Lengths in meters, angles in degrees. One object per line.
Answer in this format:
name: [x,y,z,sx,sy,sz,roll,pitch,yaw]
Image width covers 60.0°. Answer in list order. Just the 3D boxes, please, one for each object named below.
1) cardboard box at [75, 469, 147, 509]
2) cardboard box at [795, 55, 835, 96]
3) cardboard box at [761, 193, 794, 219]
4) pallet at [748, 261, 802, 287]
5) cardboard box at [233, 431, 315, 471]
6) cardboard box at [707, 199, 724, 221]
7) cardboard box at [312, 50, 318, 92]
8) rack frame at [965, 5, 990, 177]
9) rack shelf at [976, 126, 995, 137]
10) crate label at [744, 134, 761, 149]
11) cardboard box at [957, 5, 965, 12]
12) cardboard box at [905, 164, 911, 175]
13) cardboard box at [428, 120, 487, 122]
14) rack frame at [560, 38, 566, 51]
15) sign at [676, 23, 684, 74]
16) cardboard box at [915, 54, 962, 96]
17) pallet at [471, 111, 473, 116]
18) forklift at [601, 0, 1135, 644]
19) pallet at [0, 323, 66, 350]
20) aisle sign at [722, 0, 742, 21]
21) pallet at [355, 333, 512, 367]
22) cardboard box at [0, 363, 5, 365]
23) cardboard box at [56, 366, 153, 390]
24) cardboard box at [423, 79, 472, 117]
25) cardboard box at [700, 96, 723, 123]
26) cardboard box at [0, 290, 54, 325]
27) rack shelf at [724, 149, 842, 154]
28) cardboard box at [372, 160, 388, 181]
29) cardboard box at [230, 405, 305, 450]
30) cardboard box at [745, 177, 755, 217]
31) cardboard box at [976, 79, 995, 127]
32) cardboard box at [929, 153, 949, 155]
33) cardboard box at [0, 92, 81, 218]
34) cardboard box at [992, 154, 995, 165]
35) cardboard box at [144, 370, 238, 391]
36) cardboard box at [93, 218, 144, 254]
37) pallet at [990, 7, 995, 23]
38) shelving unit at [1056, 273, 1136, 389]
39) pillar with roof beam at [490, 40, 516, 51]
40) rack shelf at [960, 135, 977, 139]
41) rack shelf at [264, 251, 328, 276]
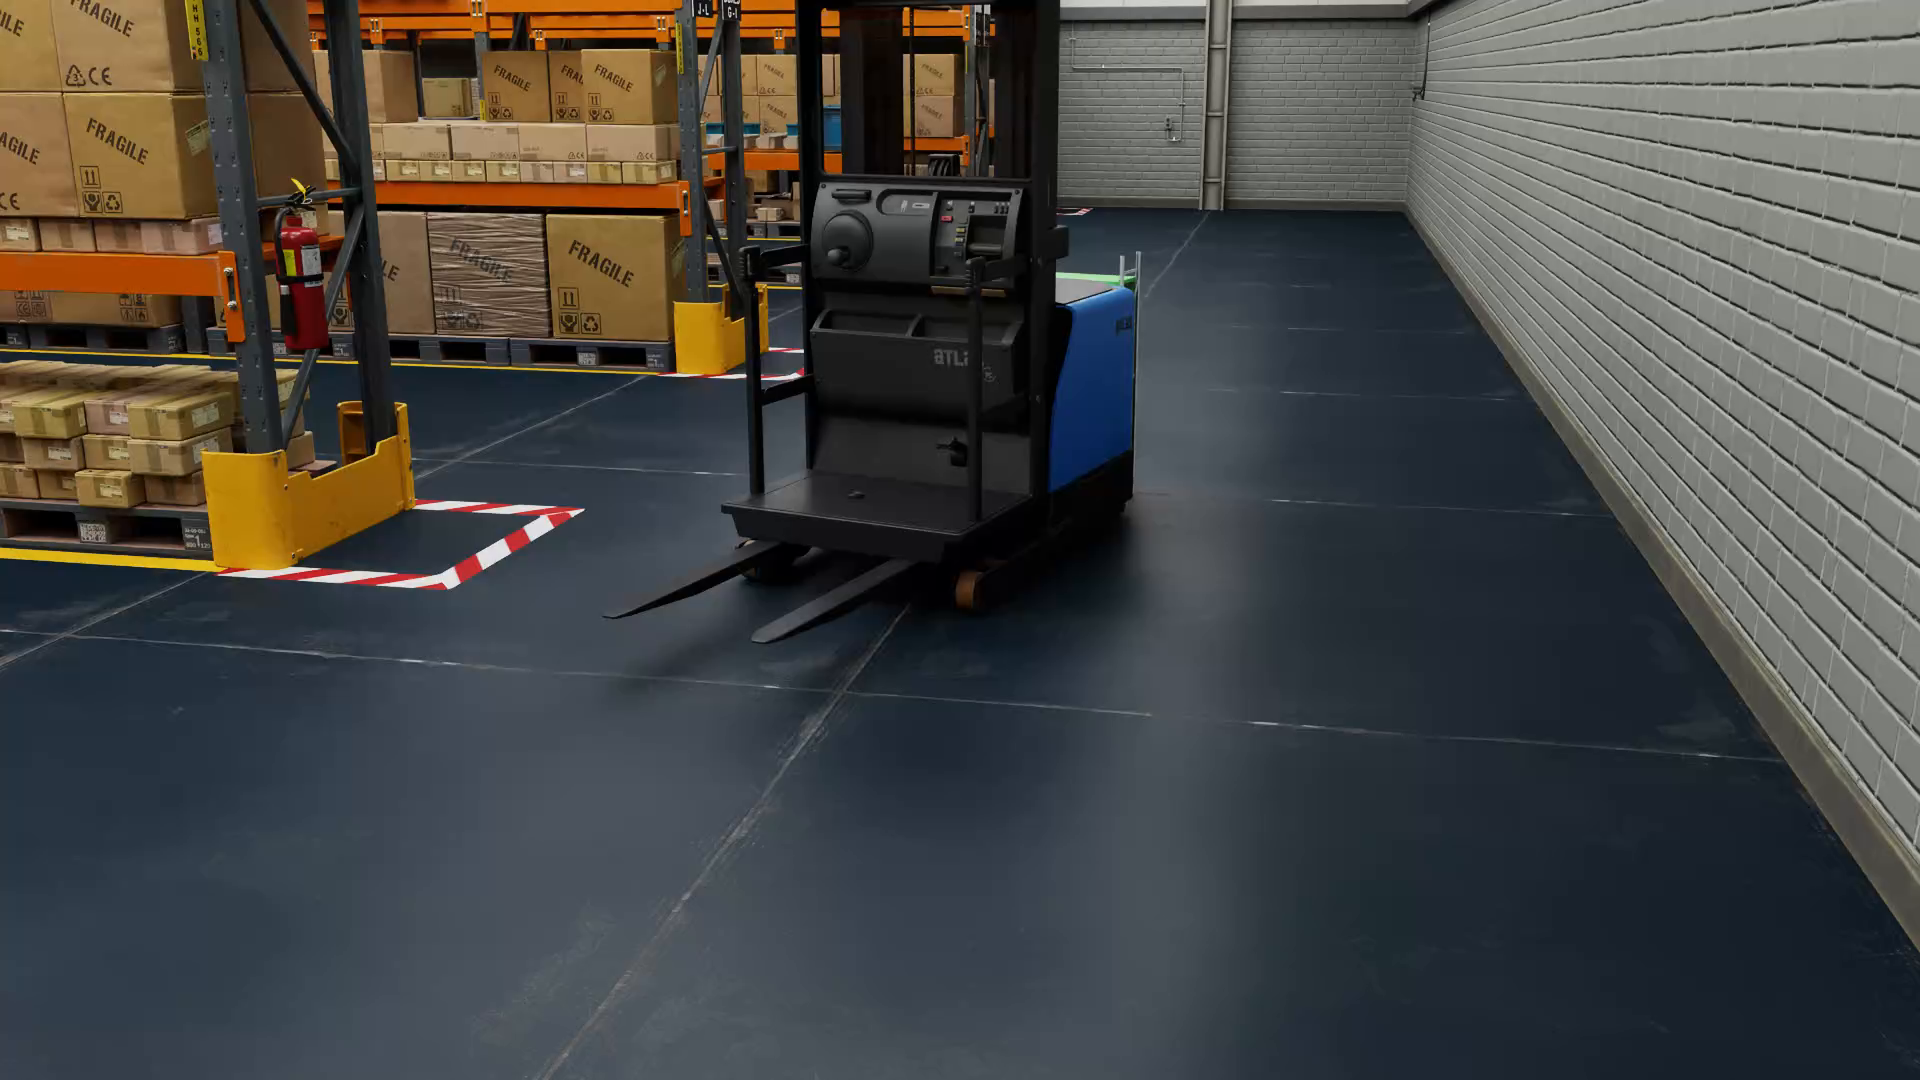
cardboard box: [-3.674,-0.261,7.368,0.250,0.149,0.380,4,16,13]
cardboard box: [-1.777,-5.917,21.174,0.500,0.500,0.500,4,16,13]
cardboard box: [-2.349,-4.488,22.288,0.500,0.311,0.500,3,16,11]
pallet: [-1.570,-2.770,17.096,1.213,0.211,1.003,3,16,11]
cardboard box: [-3.294,-0.412,7.914,0.250,0.149,0.380,3,16,12]
cardboard box: [-3.330,-4.405,21.989,0.500,0.311,0.500,3,16,11]
cardboard box: [-4.777,-3.289,12.064,0.500,0.500,0.500,3,16,11]
rack frame: [0.221,-5.355,21.205,0.127,3.000,1.000,3,16,11]
rack shelf: [-0.755,-6.411,26.364,4.000,0.370,1.077,3,16,11]
crate label: [-2.164,-3.985,16.641,0.243,0.136,0.396,3,16,11]
cardboard box: [-0.232,-6.822,21.164,0.500,0.250,0.500,3,16,11]
cardboard box: [-1.009,-5.740,26.489,0.500,0.500,0.700,3,16,12]
cardboard box: [-9.311,-4.769,18.344,13.767,0.500,10.544,3,16,10]
rack frame: [-6.636,-7.076,27.417,0.053,2.616,0.949,3,16,11]
sign: [-1.878,-3.295,11.155,0.005,0.325,0.100,3,16,11]
cardboard box: [-0.270,-5.837,20.884,0.500,0.500,0.500,3,16,11]
pallet: [-7.354,-6.994,27.482,1.003,0.211,1.213,3,16,11]
forklift: [-0.273,-1.263,6.561,1.130,2.935,3.031,7,17,25]
pallet: [-7.647,-1.718,13.300,1.213,0.211,1.003,3,16,11]
aisle sign: [-1.626,-4.091,11.773,0.004,0.787,0.394,3,16,11]
pallet: [-3.748,-1.508,12.539,1.213,0.211,1.003,3,16,11]
cardboard box: [-4.849,-0.757,8.045,0.250,0.149,0.380,3,16,11]
cardboard box: [-4.065,-0.725,7.931,0.250,0.149,0.380,2,16,8]
cardboard box: [-6.979,-6.027,22.658,0.500,0.500,0.700,-2,16,-8]
cardboard box: [-3.253,-5.518,21.605,0.500,0.500,0.500,4,16,13]
cardboard box: [-7.183,-2.231,13.121,0.875,0.875,1.225,3,16,9]
rack shelf: [-2.729,-3.948,16.973,3.809,0.052,0.919,3,16,11]
cardboard box: [-4.182,-2.684,12.033,0.250,0.149,0.380,3,16,12]
cardboard box: [-6.212,-0.714,8.348,6.161,0.500,0.689,4,16,13]
cardboard box: [-3.084,-4.619,22.407,0.500,0.500,0.500,3,16,11]
cardboard box: [0.703,-6.820,25.933,0.700,0.700,0.980,4,16,14]
cardboard box: [-0.330,-6.072,26.473,0.250,0.149,0.380,3,16,12]
cardboard box: [-3.839,-1.649,7.080,0.500,0.500,0.500,3,16,10]
cardboard box: [0.661,-6.018,26.280,0.250,0.149,0.380,3,16,11]
cardboard box: [-3.584,-0.687,7.792,0.250,0.149,0.380,3,16,12]
cardboard box: [-3.456,-1.317,7.098,0.250,0.149,0.380,3,16,11]
pallet: [0.476,-8.091,25.628,1.213,0.211,1.003,3,16,11]
shelving unit: [0.589,-0.811,8.171,0.487,1.046,0.258,7,17,25]
pillar with roof beam: [-8.594,-9.137,23.621,0.400,9.000,9.100,3,16,11]
rack shelf: [-1.739,-5.243,21.650,3.809,0.052,0.919,3,16,11]
rack shelf: [-4.804,-1.300,7.647,3.687,0.071,0.831,3,16,11]
